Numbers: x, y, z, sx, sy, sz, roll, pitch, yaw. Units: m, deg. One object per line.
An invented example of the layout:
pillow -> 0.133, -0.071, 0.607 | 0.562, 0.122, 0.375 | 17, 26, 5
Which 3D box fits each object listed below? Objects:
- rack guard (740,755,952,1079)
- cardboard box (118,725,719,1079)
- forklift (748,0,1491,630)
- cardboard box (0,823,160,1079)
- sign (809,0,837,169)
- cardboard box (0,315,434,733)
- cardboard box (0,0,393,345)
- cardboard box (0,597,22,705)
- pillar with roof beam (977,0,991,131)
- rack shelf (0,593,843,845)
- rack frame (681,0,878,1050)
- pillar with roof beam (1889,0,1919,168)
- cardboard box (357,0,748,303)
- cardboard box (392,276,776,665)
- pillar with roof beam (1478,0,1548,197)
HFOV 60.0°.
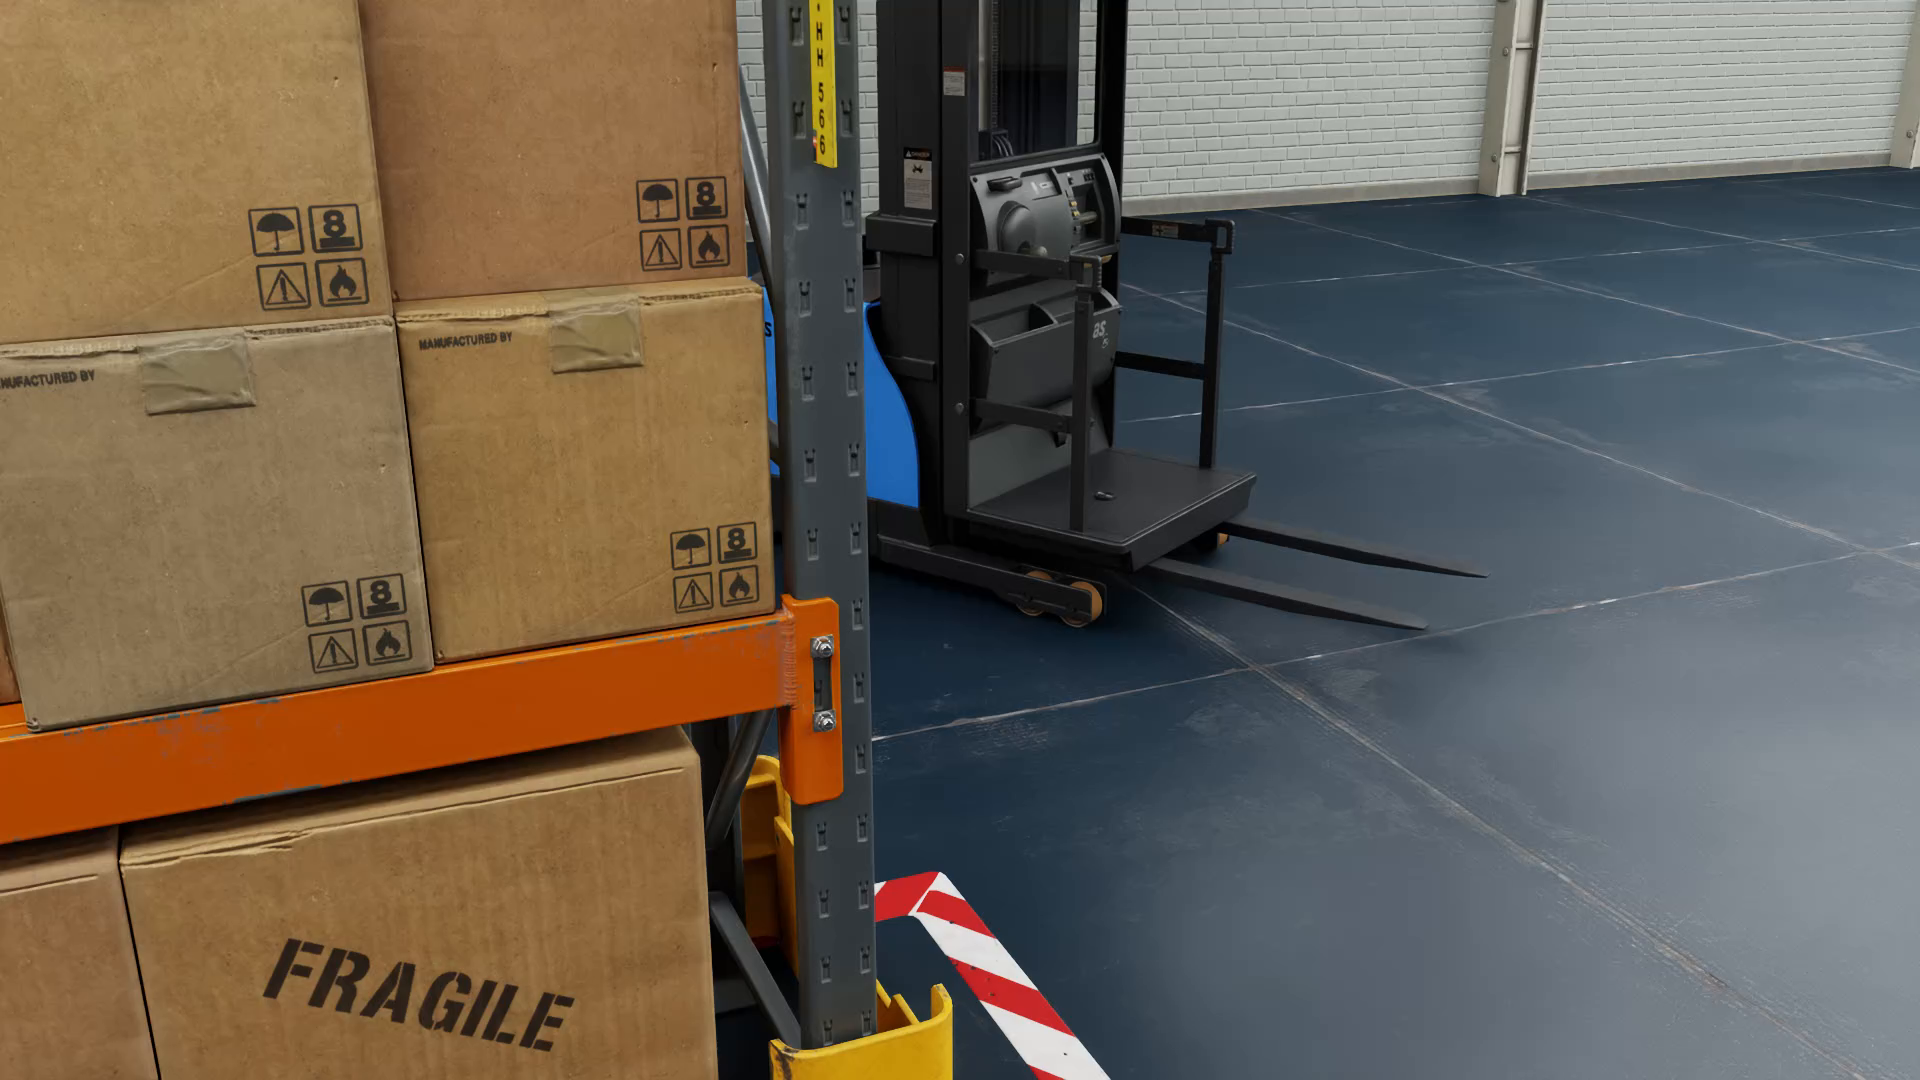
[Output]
rack guard -> -0.383, 0.951, 3.567 | 0.348, 0.500, 1.175 | -8, 21, -22
cardboard box -> -1.001, 0.689, 3.116 | 0.875, 0.875, 0.875 | -8, 21, -22
forklift -> 0.504, -1.261, 6.191 | 3.031, 2.935, 1.130 | 13, 23, 34
cardboard box -> -1.809, 0.805, 2.785 | 0.875, 0.875, 0.875 | -9, 21, -23
sign -> -0.203, -0.715, 2.436 | 0.005, 0.325, 0.100 | -8, 21, -22
cardboard box -> -1.224, -0.154, 2.716 | 0.550, 0.550, 0.875 | -8, 21, -22
cardboard box -> -1.230, -0.667, 2.548 | 0.550, 0.550, 0.875 | -8, 21, -22
cardboard box -> -1.788, -0.118, 2.616 | 0.550, 0.550, 0.875 | -8, 21, -22
pillar with roof beam -> 1.790, -5.723, 9.728 | 0.400, 9.000, 9.100 | -8, 21, -22
rack shelf -> -2.241, 0.378, 2.515 | 4.000, 0.370, 1.077 | -8, 21, -22
rack frame -> -0.405, -0.225, 3.143 | 0.127, 3.000, 1.000 | -8, 21, -22
pillar with roof beam -> 12.809, -7.302, 14.211 | 0.400, 9.000, 9.100 | -8, 21, -22
cardboard box -> -0.761, -0.768, 2.834 | 0.550, 0.550, 0.875 | -8, 21, -22
cardboard box -> -0.728, -0.233, 2.940 | 0.550, 0.550, 0.875 | -8, 21, -22
pillar with roof beam -> 7.299, -6.513, 11.969 | 0.400, 9.000, 9.100 | -8, 21, -22
